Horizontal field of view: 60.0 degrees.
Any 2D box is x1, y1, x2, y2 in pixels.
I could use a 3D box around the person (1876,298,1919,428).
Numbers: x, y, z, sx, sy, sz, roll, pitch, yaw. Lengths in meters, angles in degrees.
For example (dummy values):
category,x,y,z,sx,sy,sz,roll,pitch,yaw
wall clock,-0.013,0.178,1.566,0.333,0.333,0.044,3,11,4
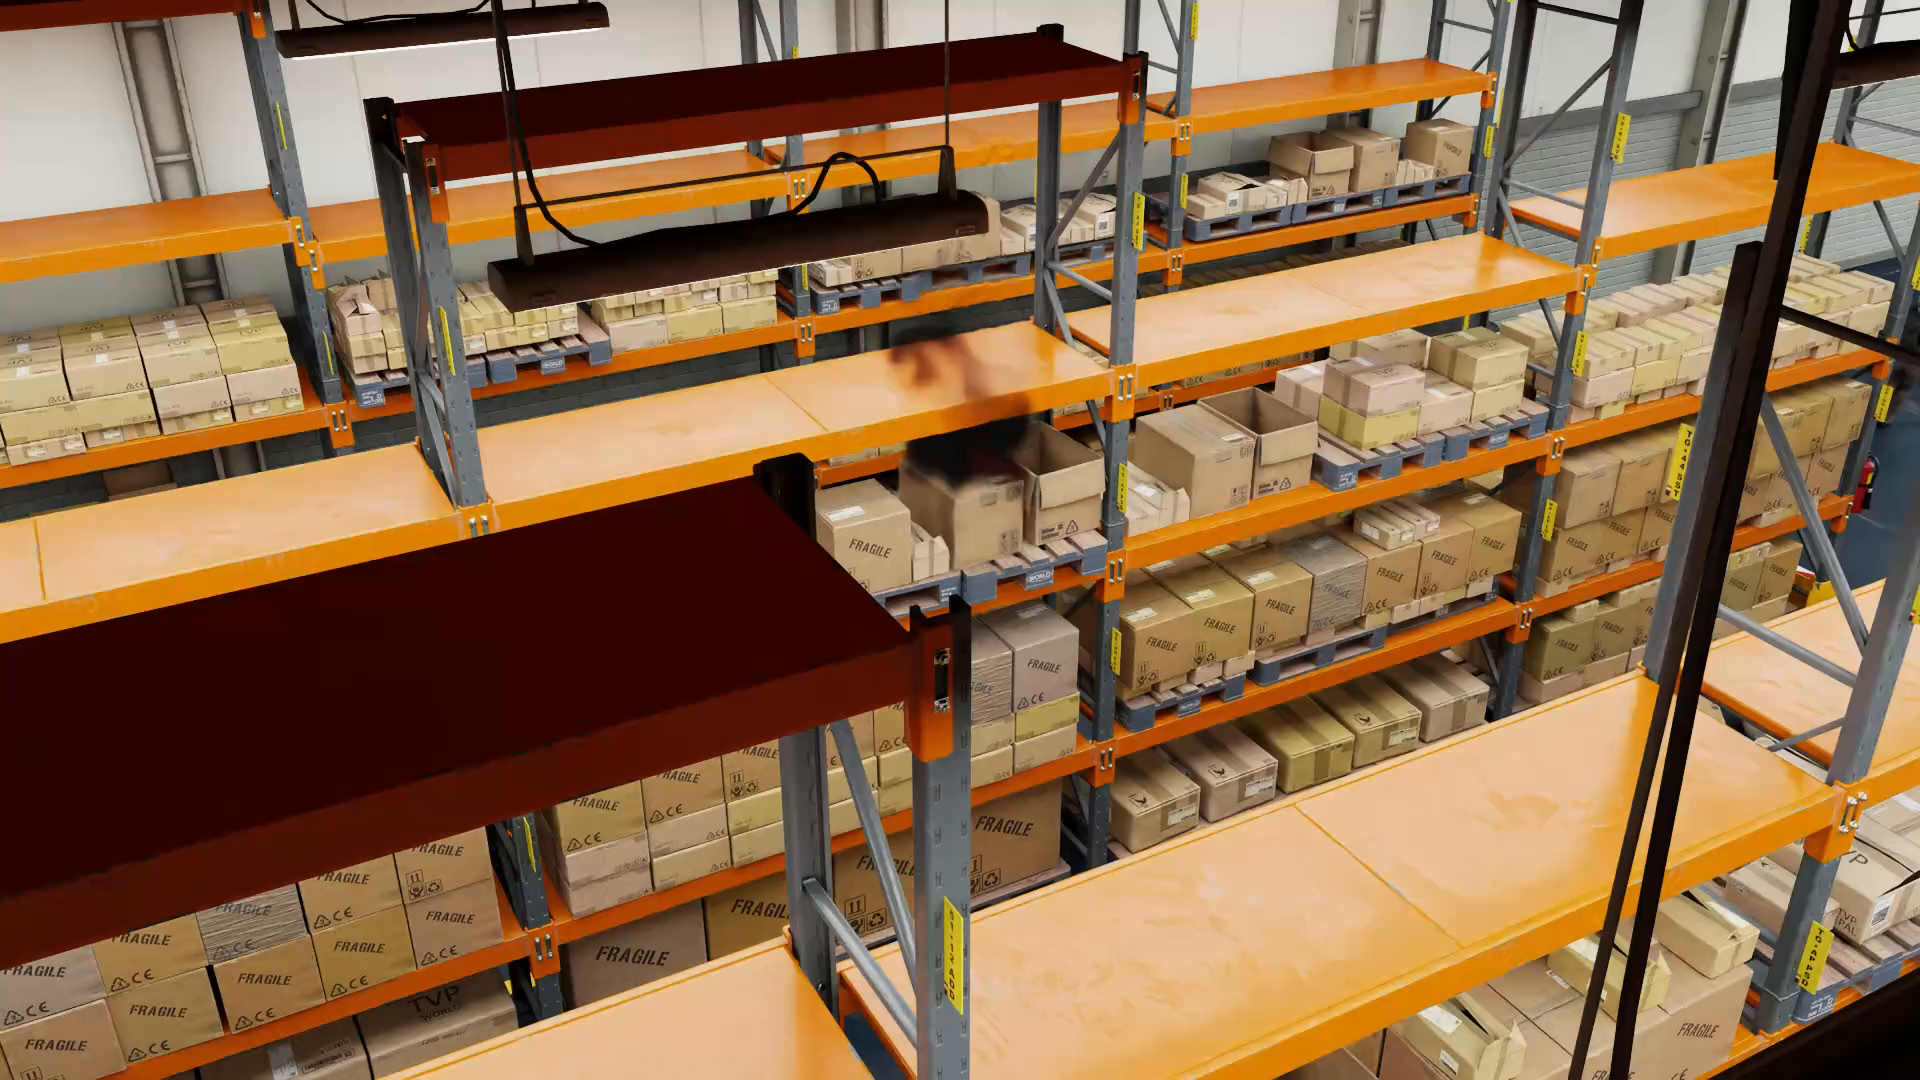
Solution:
category,x,y,z,sx,sy,sz,roll,pitch,yaw
person,10.875,-2.070,19.146,0.696,1.676,0.675,20,34,32
